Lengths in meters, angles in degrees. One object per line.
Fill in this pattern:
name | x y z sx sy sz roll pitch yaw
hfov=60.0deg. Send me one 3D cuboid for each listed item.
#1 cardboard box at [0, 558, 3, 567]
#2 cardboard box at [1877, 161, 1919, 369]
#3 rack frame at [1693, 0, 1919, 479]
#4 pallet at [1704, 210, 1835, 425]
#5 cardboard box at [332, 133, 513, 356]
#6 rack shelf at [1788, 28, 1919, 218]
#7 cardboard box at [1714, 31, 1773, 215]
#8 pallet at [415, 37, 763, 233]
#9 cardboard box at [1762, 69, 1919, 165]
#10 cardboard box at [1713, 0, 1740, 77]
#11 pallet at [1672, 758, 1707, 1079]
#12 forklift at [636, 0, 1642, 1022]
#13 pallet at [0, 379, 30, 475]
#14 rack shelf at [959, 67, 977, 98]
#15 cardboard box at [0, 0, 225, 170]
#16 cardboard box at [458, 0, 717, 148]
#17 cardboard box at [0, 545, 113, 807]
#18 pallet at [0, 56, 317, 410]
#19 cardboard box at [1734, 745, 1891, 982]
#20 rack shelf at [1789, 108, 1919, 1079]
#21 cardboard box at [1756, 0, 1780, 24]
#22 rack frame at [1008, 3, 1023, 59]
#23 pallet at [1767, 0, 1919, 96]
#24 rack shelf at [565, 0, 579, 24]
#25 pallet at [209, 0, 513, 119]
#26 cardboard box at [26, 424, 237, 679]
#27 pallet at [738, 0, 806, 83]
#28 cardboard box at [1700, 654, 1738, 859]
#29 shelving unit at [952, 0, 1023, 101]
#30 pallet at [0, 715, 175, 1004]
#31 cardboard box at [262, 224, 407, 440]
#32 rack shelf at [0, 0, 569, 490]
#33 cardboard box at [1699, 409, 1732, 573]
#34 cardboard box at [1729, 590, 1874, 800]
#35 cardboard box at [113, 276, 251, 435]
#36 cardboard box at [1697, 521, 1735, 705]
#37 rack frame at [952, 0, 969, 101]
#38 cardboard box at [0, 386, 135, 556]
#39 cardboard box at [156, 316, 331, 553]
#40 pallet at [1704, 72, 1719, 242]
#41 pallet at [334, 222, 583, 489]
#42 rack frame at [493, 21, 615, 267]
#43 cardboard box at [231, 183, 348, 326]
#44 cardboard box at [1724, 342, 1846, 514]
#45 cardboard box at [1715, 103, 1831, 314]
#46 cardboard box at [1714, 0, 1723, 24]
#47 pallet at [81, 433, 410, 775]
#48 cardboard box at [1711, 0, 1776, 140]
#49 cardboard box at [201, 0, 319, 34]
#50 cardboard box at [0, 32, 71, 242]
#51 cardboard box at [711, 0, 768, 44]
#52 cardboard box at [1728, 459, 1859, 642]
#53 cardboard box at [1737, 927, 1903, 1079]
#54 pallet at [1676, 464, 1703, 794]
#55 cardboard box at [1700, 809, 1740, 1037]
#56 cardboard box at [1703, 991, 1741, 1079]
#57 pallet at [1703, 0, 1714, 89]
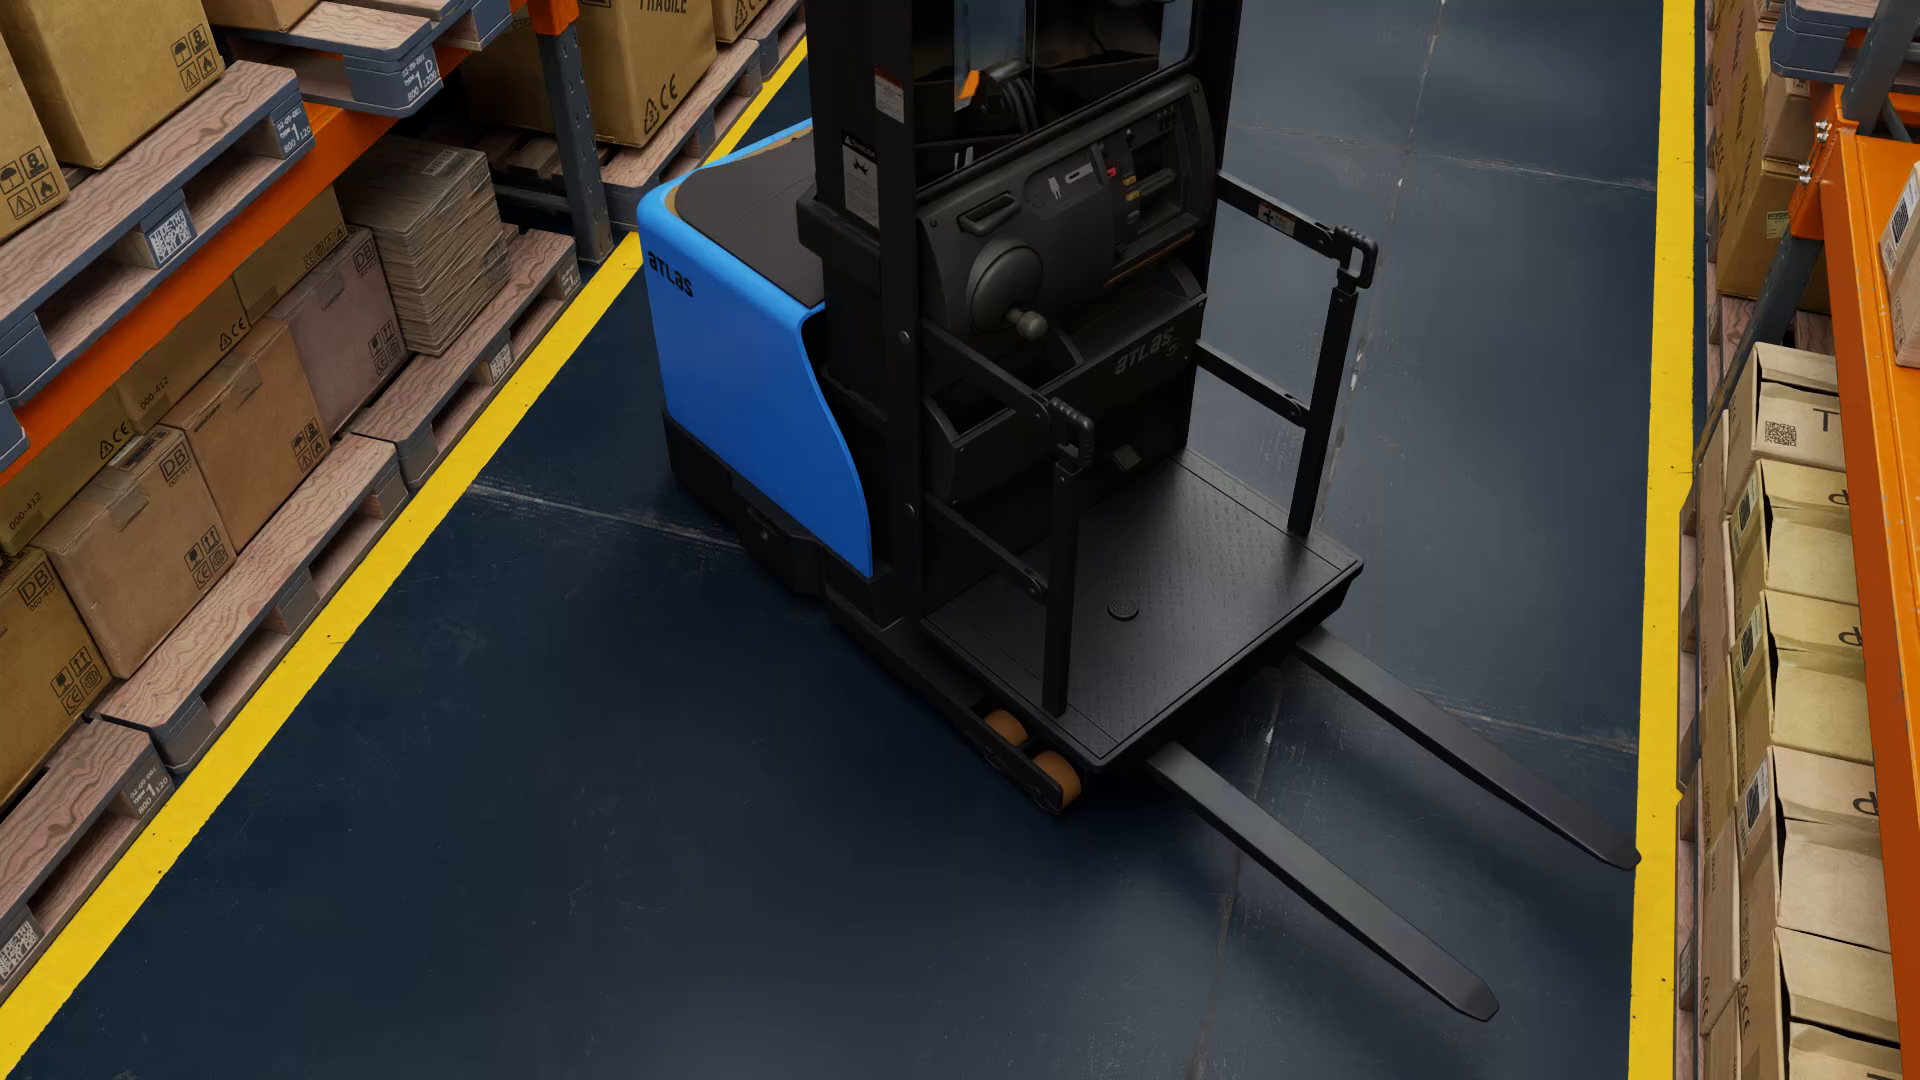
cardboard box | -2.697 0.090 3.950 0.500 0.250 0.500 12 46 12
cardboard box | 2.444 -0.623 3.805 0.500 0.311 0.500 12 46 12
rack frame | 2.900 -1.210 4.342 1.000 3.000 0.127 13 46 13
pallet | 3.162 -0.703 5.817 1.003 0.211 1.213 13 46 13
cardboard box | -1.991 -1.029 5.630 0.700 0.500 0.500 13 46 13
rack shelf | 3.505 -2.286 5.955 1.077 0.370 4.000 13 46 13
cardboard box | 3.116 -1.492 6.102 0.500 0.500 0.500 11 45 11
pallet | -1.512 -1.769 6.907 1.003 0.211 1.213 13 46 13
cardboard box | 2.972 -1.453 5.527 0.500 0.250 0.500 14 46 14
cardboard box | 3.423 -2.180 6.805 0.500 0.500 0.500 13 46 13
pallet | 2.242 1.138 3.936 1.003 0.211 1.213 13 46 13
forklift | 0.426 -0.723 3.893 1.130 2.935 3.031 -33 53 -29
pallet | -2.664 0.000 3.243 1.003 0.211 1.213 13 46 13
rack shelf | 0.096 -1.420 5.387 0.180 0.103 0.258 6 45 10
cardboard box | -2.311 -1.299 4.047 0.700 0.500 0.500 13 46 13
cardboard box | -1.475 -2.101 6.489 0.750 0.750 0.750 12 46 12
cardboard box | -2.718 0.297 4.275 0.700 0.500 0.500 12 46 12
pallet | -2.383 -0.860 4.121 1.003 0.211 1.213 13 46 13
cardboard box | 1.999 0.744 3.610 0.500 0.311 0.500 12 46 12
rack shelf | 2.294 0.381 3.231 1.077 0.370 4.000 13 46 13
cardboard box | 3.278 -2.136 6.225 0.500 0.250 0.500 12 46 12
rack frame | 0.198 -1.183 5.591 0.006 1.200 0.240 6 45 10
pallet | 3.038 -1.608 4.886 1.213 0.211 1.003 13 46 13
rack shelf | -1.217 -3.332 7.025 1.077 0.370 4.000 13 46 13
pallet | -1.937 -1.690 4.970 1.213 0.211 1.003 13 46 13
cardboard box | -2.525 -0.035 4.614 0.700 0.500 0.500 13 46 13
pallet | -1.141 -2.580 7.735 1.003 0.211 1.213 13 46 13
cardboard box | 2.158 0.593 4.165 0.500 0.250 0.500 11 46 11
shelving unit | 0.109 -1.193 5.606 0.189 1.200 0.258 6 45 10
pallet | -2.799 0.887 4.192 1.003 0.211 1.213 13 46 13
cardboard box | -2.258 -0.711 5.304 0.700 0.500 0.500 12 46 12
rack shelf | -2.428 -0.666 4.300 1.077 0.370 4.000 13 46 13
cardboard box | 2.461 -0.090 4.863 0.500 0.250 0.500 12 46 12
cardboard box | 2.154 0.401 3.960 0.500 0.311 0.500 11 46 11
cardboard box | -2.374 -0.587 4.641 0.500 0.250 0.500 12 46 12
cardboard box | 2.310 0.245 4.521 0.500 0.250 0.500 11 46 11
rack frame | 0.019 -1.202 5.621 0.006 1.200 0.240 6 45 10
cardboard box | -2.543 -0.258 4.306 0.500 0.250 0.500 11 46 11
cardboard box | -2.381 -0.373 4.960 0.700 0.500 0.500 12 46 12
pallet | 3.533 -1.513 6.646 1.003 0.211 1.213 13 46 13
pallet | -2.060 -0.739 5.854 1.003 0.211 1.213 13 46 13
rack frame | -1.822 -2.256 5.411 1.000 3.000 0.127 13 46 13
cardboard box | -2.223 -0.931 4.993 0.500 0.250 0.500 13 46 13
cardboard box | 2.461 -0.291 4.667 0.500 0.311 0.500 14 46 14
cardboard box | 2.959 -1.147 5.750 0.500 0.500 0.500 14 46 14
cardboard box | 3.581 -2.511 7.144 0.500 0.500 0.500 13 46 13
pallet | -2.432 0.071 5.026 1.003 0.211 1.213 13 46 13
cardboard box | 3.269 -1.843 6.461 0.500 0.500 0.500 11 45 11
cardboard box | -2.099 -1.756 4.513 0.700 0.500 0.500 9 45 9
cardboard box | -2.501 -0.932 3.671 0.700 0.500 0.500 19 47 18
cardboard box | -1.203 -2.683 7.084 0.750 0.750 0.750 12 46 12
cardboard box | 2.310 0.061 4.307 0.500 0.311 0.500 11 46 12
cardboard box | 1.843 1.078 3.269 0.500 0.311 0.500 12 46 12
pallet | 2.613 0.327 4.764 1.003 0.211 1.213 13 46 13
cardboard box | 2.003 0.935 3.816 0.500 0.250 0.500 13 46 13
cardboard box | 1.847 1.273 3.470 0.500 0.250 0.500 13 46 13
pallet | 3.901 -2.329 7.479 1.003 0.211 1.213 13 46 13
